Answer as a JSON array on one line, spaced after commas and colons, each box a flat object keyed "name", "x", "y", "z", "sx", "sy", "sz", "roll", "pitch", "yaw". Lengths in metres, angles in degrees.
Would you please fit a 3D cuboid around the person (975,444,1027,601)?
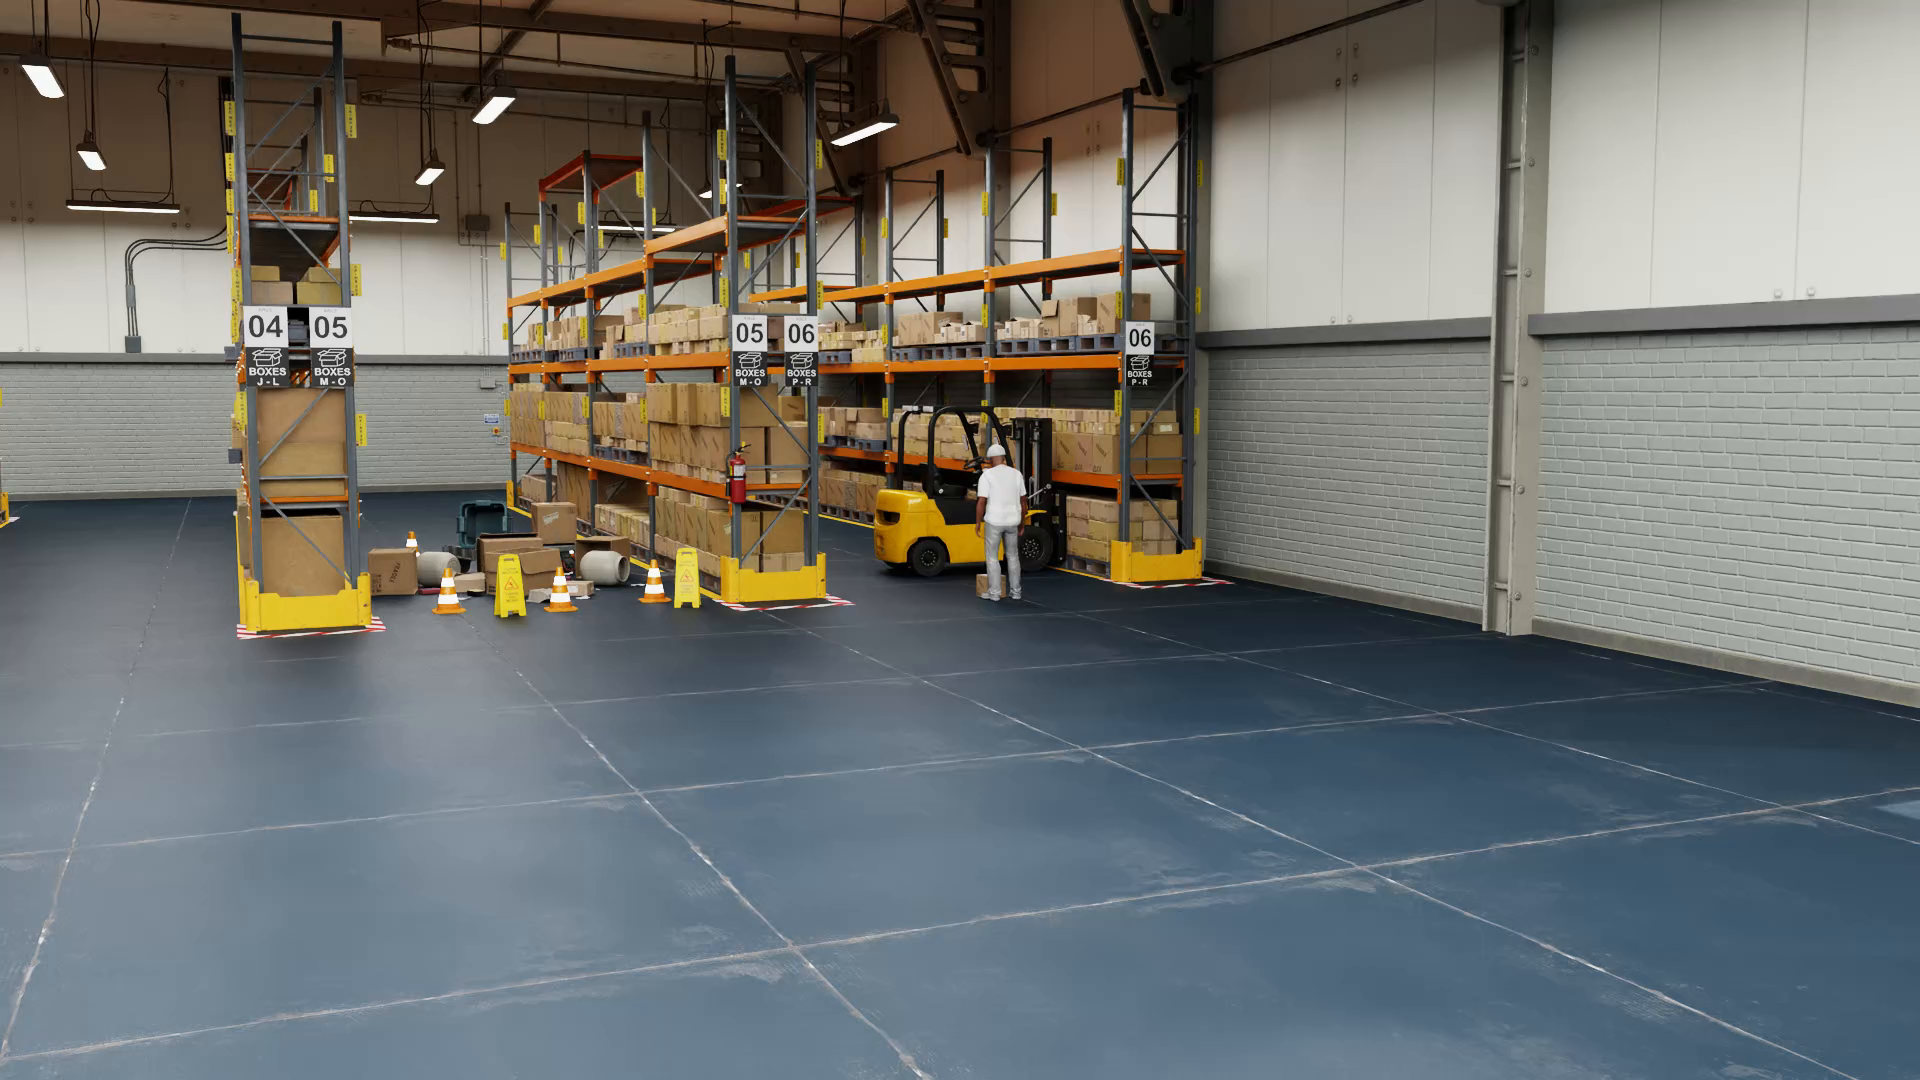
[{"name": "person", "x": 0.459, "y": -0.204, "z": 18.849, "sx": 0.629, "sy": 1.761, "sz": 0.462, "roll": -2, "pitch": 6, "yaw": -24}]
